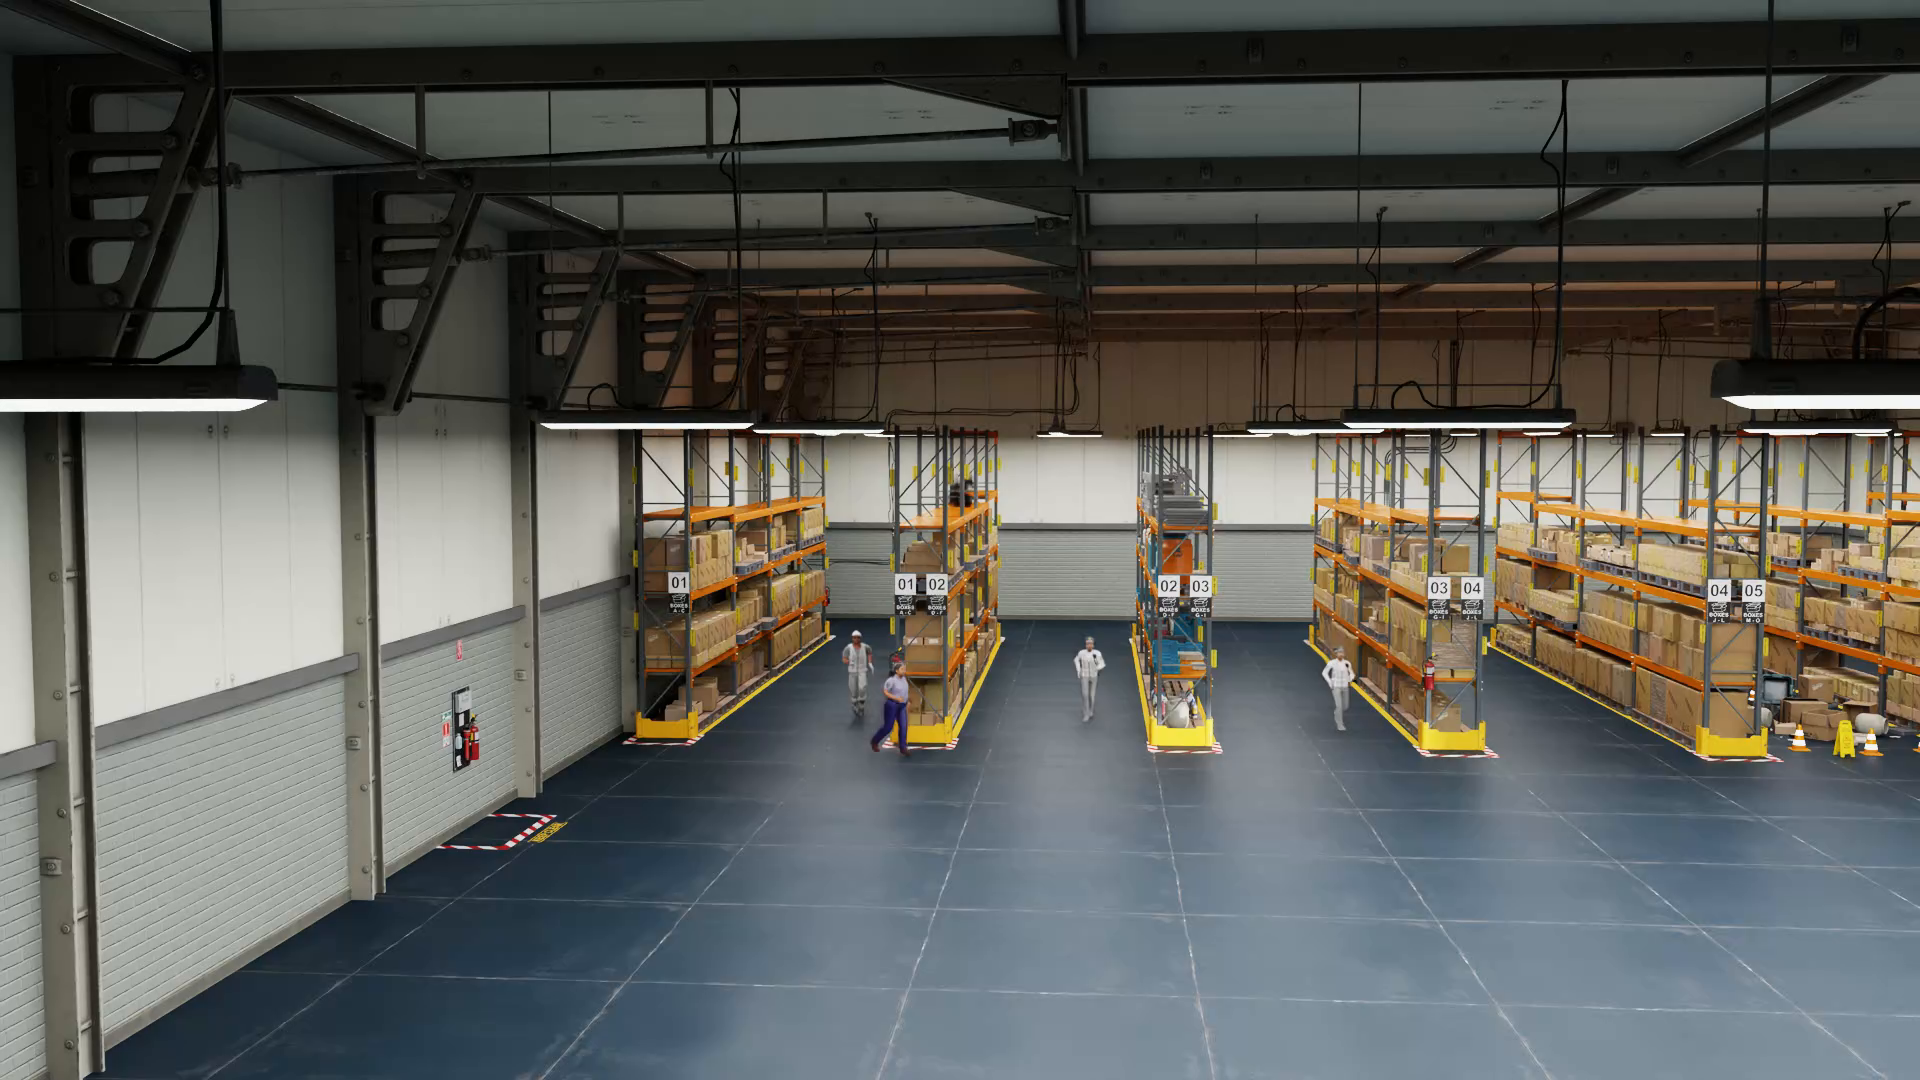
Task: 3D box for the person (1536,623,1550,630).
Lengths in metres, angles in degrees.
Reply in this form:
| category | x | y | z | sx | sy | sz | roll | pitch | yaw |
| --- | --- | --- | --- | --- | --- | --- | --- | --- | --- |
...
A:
| category | x | y | z | sx | sy | sz | roll | pitch | yaw |
| --- | --- | --- | --- | --- | --- | --- | --- | --- | --- |
| person | 16.368 | 2.099 | 47.085 | 0.600 | 1.537 | 0.849 | -2 | 4 | -30 |

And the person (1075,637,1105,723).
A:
| category | x | y | z | sx | sy | sz | roll | pitch | yaw |
| --- | --- | --- | --- | --- | --- | --- | --- | --- | --- |
| person | 2.664 | 2.831 | 34.026 | 0.605 | 1.729 | 0.813 | 0 | 3 | 2 |

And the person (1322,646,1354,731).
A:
| category | x | y | z | sx | sy | sz | roll | pitch | yaw |
| --- | --- | --- | --- | --- | --- | --- | --- | --- | --- |
| person | 7.506 | 2.911 | 32.917 | 0.625 | 1.660 | 0.733 | 0 | 3 | -7 |

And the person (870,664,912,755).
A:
| category | x | y | z | sx | sy | sz | roll | pitch | yaw |
| --- | --- | --- | --- | --- | --- | --- | --- | --- | --- |
| person | -1.137 | 3.064 | 30.306 | 0.879 | 1.627 | 0.658 | 3 | 5 | 43 |

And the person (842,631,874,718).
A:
| category | x | y | z | sx | sy | sz | roll | pitch | yaw |
| --- | --- | --- | --- | --- | --- | --- | --- | --- | --- |
| person | -2.109 | 2.765 | 34.375 | 0.643 | 1.796 | 0.805 | 0 | 3 | -2 |
